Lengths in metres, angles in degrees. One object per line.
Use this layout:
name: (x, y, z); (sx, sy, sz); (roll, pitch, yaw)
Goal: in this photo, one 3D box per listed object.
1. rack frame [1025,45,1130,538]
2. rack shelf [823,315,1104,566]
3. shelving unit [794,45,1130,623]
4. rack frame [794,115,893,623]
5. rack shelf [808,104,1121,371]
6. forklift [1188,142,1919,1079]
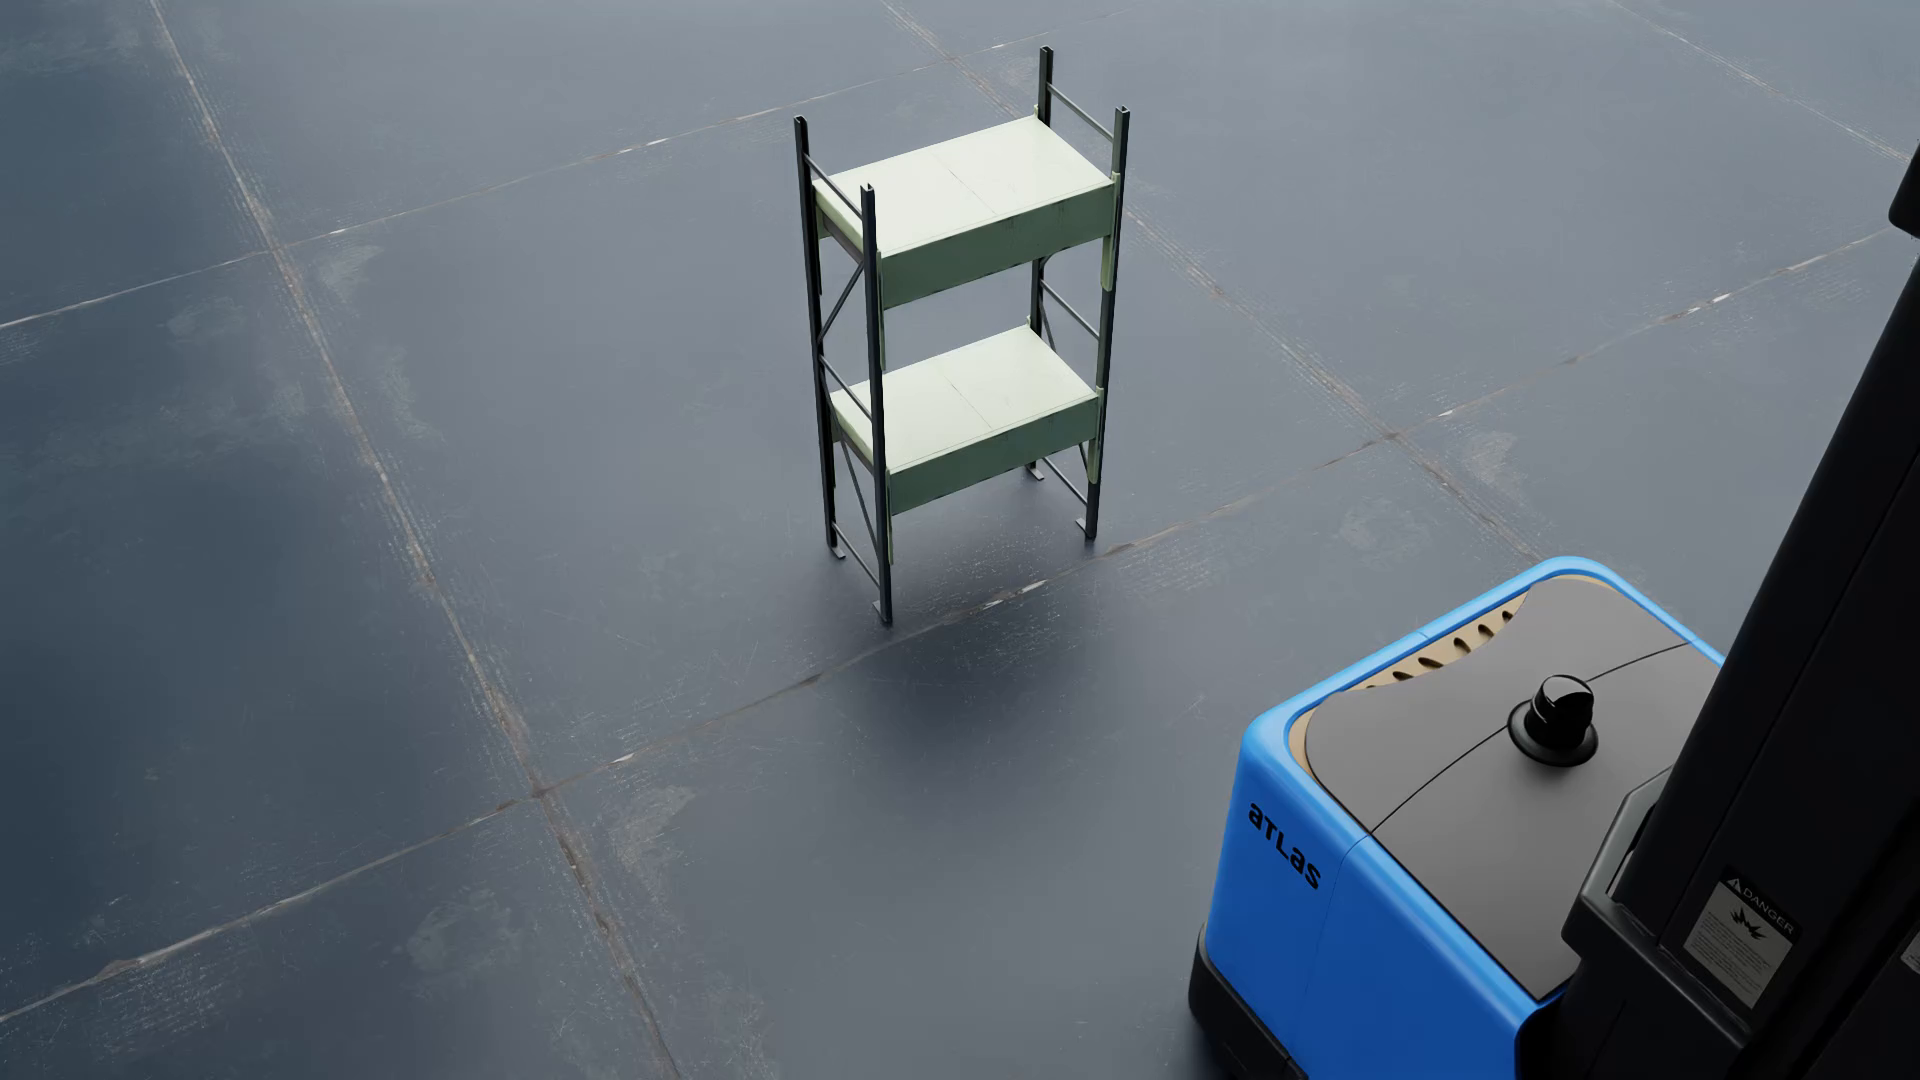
rack frame: (0.323, -0.668, 4.861); (0.023, 1.500, 0.400); (-22, 48, -21)
rack shelf: (0.006, -0.307, 4.957); (0.720, 0.370, 0.431); (-22, 48, -21)
shelving unit: (0.006, -0.541, 4.730); (0.755, 1.500, 0.431); (-22, 48, -21)
rack frame: (-0.312, -0.414, 4.599); (0.023, 1.500, 0.400); (-22, 48, -21)
rack shelf: (0.006, -0.821, 4.458); (0.720, 0.370, 0.431); (-22, 48, -21)
forklift: (1.769, 0.775, 2.347); (1.130, 2.935, 3.031); (-24, 49, -23)
